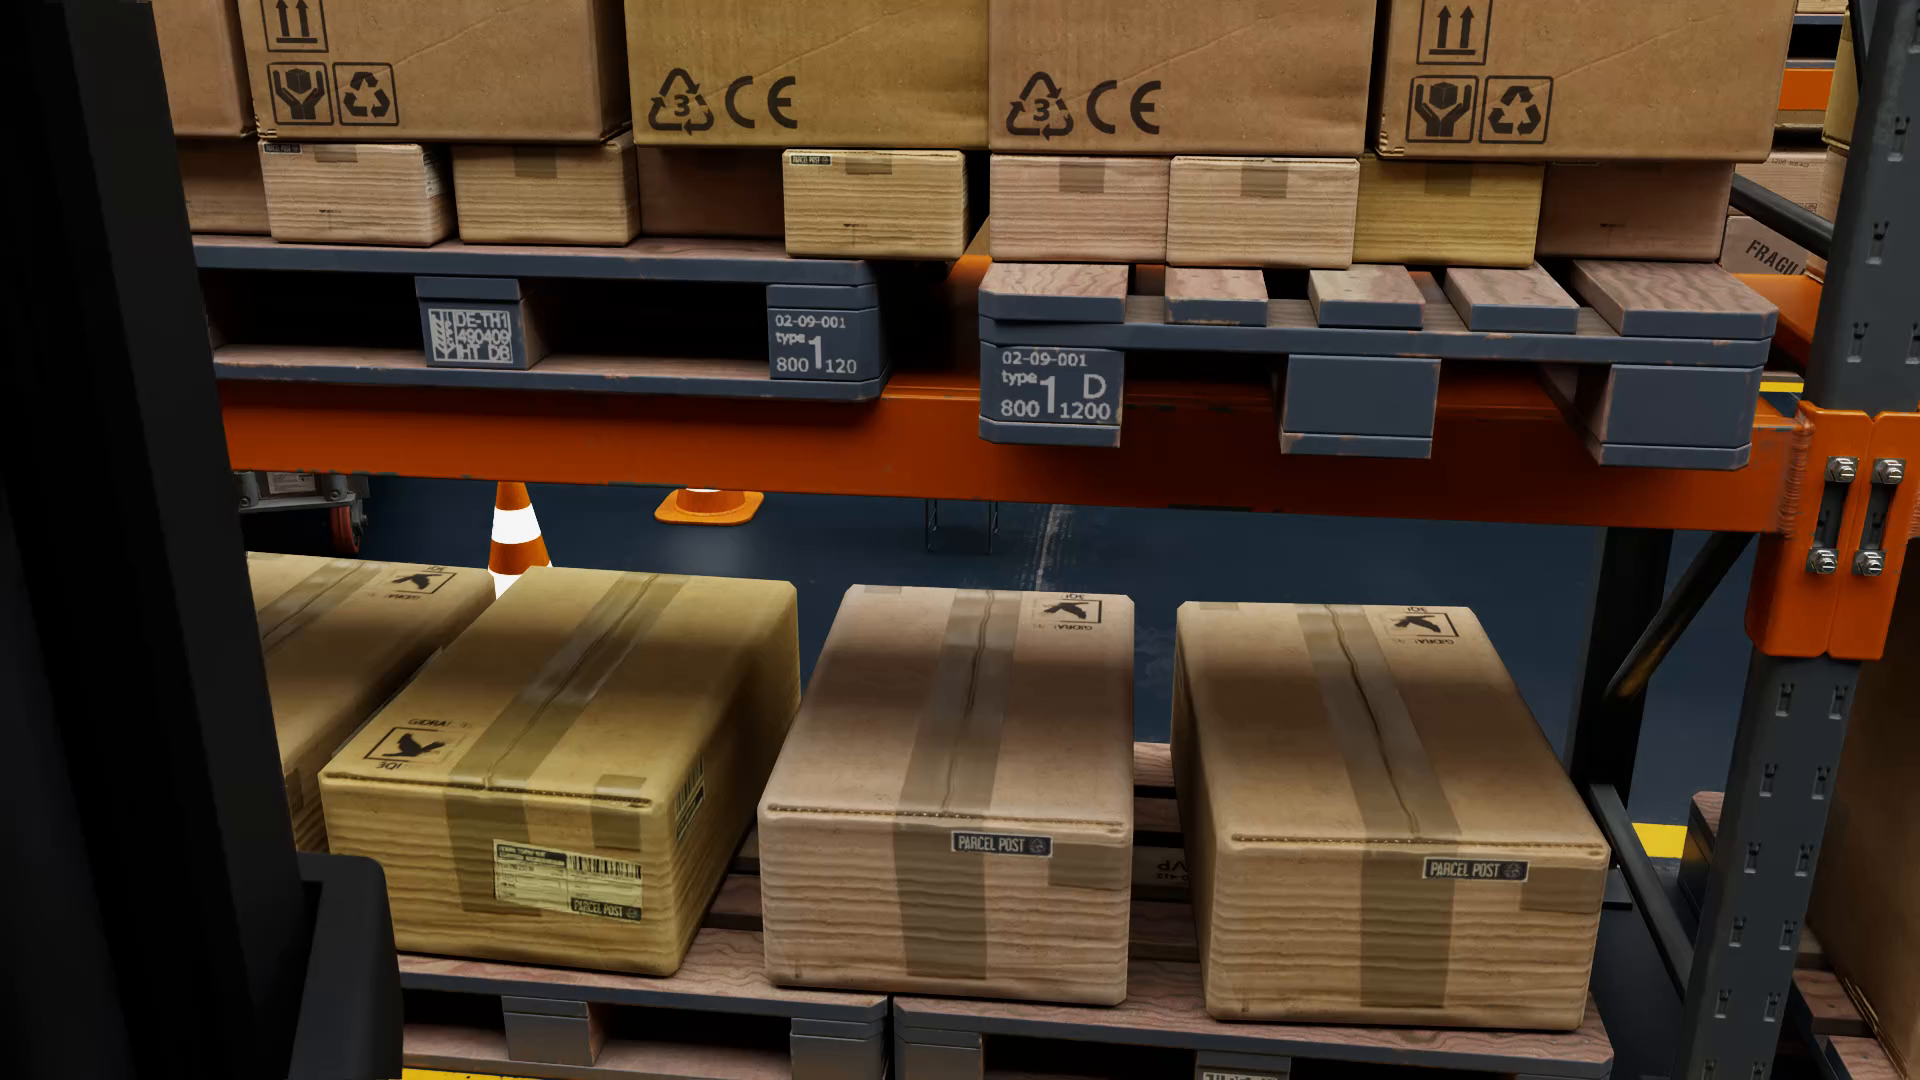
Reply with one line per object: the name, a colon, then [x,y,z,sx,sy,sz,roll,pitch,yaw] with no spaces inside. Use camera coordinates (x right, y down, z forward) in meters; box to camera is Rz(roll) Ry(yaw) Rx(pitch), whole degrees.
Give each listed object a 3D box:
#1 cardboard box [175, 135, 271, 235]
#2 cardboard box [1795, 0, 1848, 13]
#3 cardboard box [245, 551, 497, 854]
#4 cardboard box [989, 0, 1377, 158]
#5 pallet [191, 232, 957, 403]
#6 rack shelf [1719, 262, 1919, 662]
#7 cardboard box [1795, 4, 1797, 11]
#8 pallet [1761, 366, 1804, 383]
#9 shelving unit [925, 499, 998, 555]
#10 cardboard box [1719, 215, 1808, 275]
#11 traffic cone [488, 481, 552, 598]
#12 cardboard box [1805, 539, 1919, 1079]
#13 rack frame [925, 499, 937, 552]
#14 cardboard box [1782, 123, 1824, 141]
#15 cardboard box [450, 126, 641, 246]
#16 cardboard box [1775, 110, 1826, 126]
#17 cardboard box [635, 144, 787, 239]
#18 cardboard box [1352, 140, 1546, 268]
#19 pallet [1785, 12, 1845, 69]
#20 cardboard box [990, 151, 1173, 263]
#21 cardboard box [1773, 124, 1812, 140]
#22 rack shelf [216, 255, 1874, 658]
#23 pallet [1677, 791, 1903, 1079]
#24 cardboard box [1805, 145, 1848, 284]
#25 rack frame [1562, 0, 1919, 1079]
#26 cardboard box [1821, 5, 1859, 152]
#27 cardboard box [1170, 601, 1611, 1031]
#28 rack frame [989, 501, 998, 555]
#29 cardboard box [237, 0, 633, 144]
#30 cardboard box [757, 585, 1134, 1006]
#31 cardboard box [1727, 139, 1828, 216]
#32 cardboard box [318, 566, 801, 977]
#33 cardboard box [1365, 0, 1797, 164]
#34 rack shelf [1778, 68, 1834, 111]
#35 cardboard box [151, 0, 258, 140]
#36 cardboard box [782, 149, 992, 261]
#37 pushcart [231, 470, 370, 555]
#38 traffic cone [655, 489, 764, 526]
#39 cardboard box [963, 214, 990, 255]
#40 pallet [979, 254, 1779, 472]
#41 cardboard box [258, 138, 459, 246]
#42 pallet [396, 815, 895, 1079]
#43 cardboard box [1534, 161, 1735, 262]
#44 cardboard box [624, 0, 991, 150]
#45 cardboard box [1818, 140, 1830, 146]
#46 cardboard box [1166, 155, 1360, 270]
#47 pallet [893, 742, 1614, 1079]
cardboard box: [-1.116,-0.598,2.643,0.250,0.149,0.380,3,22,7]
cardboard box: [3.531,-2.262,6.853,0.250,0.149,0.380,3,22,7]
cardboard box: [-1.426,0.383,3.393,0.625,0.372,0.950,4,22,10]
cardboard box: [0.312,-0.839,2.369,0.500,0.500,0.500,2,22,5]
pallet: [-0.660,-0.503,2.894,1.213,0.211,1.003,2,22,6]
rack shelf: [3.297,-0.101,2.594,4.000,0.370,1.077,2,22,6]
cardboard box: [3.281,-2.274,6.883,0.250,0.149,0.380,3,22,8]
pallet: [3.777,-0.949,7.553,1.213,0.211,1.003,2,22,6]
shelving unit: [0.008,-0.418,5.273,0.210,0.900,0.258,2,22,6]
cardboard box: [3.476,-1.202,7.228,0.500,0.500,0.500,2,22,5]
traffic cone: [-1.265,0.027,4.741,0.334,0.463,0.336,2,22,6]
cardboard box: [1.987,0.331,2.841,0.875,0.875,0.875,2,22,6]
rack frame: [-0.093,-0.423,5.285,0.006,0.900,0.240,2,22,6]
cardboard box: [4.028,-1.716,7.510,0.500,0.250,0.500,3,22,8]
cardboard box: [-0.590,-0.567,2.564,0.250,0.149,0.380,2,22,5]
cardboard box: [5.812,-3.195,11.759,0.875,0.875,1.225,3,22,6]
cardboard box: [-0.331,-0.586,2.612,0.250,0.149,0.380,3,22,7]
cardboard box: [0.683,-0.514,2.430,0.250,0.149,0.380,3,22,7]
pallet: [3.764,-2.174,7.119,1.213,0.211,1.003,2,22,6]
cardboard box: [0.179,-0.522,2.451,0.250,0.149,0.380,1,22,4]
cardboard box: [3.509,-1.736,7.559,0.500,0.250,0.500,3,22,8]
rack shelf: [-0.675,-0.274,3.031,4.000,0.370,1.077,2,22,6]
pallet: [2.085,0.836,3.037,1.213,0.211,1.003,2,22,6]
cardboard box: [1.844,-0.525,2.892,0.500,0.250,0.500,2,22,4]
rack frame: [1.311,-0.522,2.680,0.127,3.000,1.000,2,22,6]
cardboard box: [1.822,-0.756,2.797,0.500,0.250,0.500,2,22,6]
cardboard box: [0.751,0.477,3.157,0.625,0.372,0.950,1,22,3]
rack frame: [0.109,-0.414,5.262,0.006,0.900,0.240,2,22,6]
cardboard box: [-0.731,-0.884,2.484,0.500,0.500,0.500,2,22,4]
cardboard box: [0.017,0.448,3.230,0.625,0.372,0.950,2,22,5]
cardboard box: [3.443,-1.549,7.087,0.500,0.250,0.500,3,22,7]
cardboard box: [-0.735,0.413,3.319,0.625,0.372,0.950,3,22,8]
cardboard box: [0.827,-0.820,2.323,0.500,0.500,0.500,2,22,5]
rack shelf: [3.779,-1.912,7.176,4.000,0.370,1.077,2,22,6]
cardboard box: [-1.242,-0.902,2.530,0.500,0.500,0.500,2,22,6]
cardboard box: [-0.096,-0.529,2.469,0.250,0.149,0.380,3,22,7]
pushcart: [-2.442,-0.310,5.711,0.936,0.377,1.648,-5,22,-12]
traffic cone: [-0.859,-0.325,5.633,0.334,0.463,0.336,2,22,6]
cardboard box: [0.331,-1.578,7.841,0.750,0.750,1.050,3,22,7]
pallet: [0.591,-0.425,2.695,1.003,0.211,1.213,2,22,6]
cardboard box: [-0.858,-0.568,2.566,0.250,0.149,0.380,3,22,8]
pallet: [-0.673,0.687,3.416,1.213,0.211,1.003,2,22,6]
cardboard box: [0.958,-0.529,2.468,0.250,0.149,0.380,3,22,8]
cardboard box: [-0.189,-0.860,2.423,0.500,0.500,0.500,1,22,3]
cardboard box: [3.961,-1.527,7.031,0.500,0.250,0.500,2,22,4]
cardboard box: [0.428,-0.508,2.416,0.250,0.149,0.380,2,22,6]
pallet: [0.535,0.740,3.280,1.213,0.211,1.003,2,22,6]
